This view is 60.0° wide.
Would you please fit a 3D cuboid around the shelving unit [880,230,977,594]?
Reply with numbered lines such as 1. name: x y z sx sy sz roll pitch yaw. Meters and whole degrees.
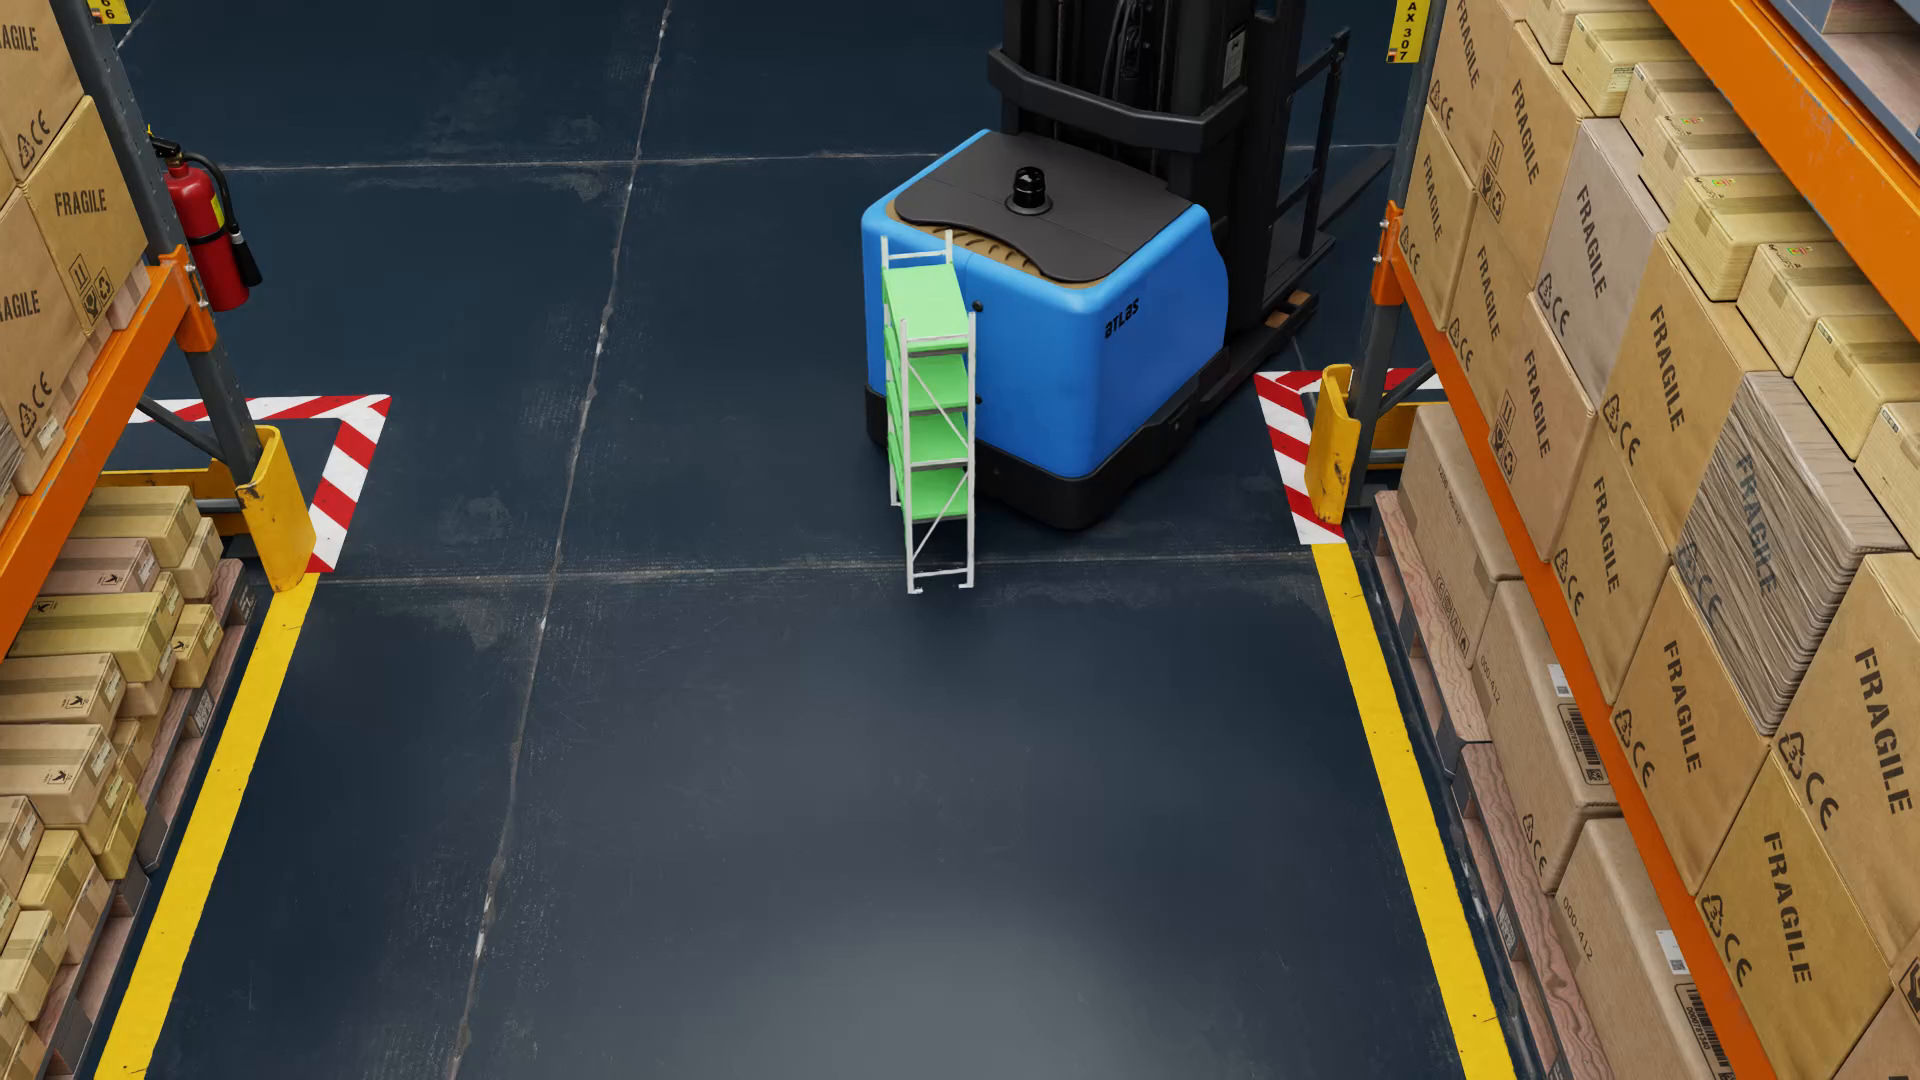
1. shelving unit: -0.108 -0.425 5.826 0.258 1.200 0.503 -6 43 -7

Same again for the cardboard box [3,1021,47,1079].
1. cardboard box: -2.623 1.399 4.303 0.380 0.149 0.250 -3 43 -3

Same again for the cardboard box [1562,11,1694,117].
1. cardboard box: 1.685 -1.145 3.985 0.380 0.149 0.250 -3 43 -3

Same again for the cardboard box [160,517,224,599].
1. cardboard box: -2.695 0.066 5.536 0.380 0.149 0.250 -3 43 -3

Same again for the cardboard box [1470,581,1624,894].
1. cardboard box: 2.114 0.572 4.992 0.875 0.438 0.875 -1 43 -1

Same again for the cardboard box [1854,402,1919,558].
1. cardboard box: 1.798 -0.109 2.855 0.380 0.149 0.250 -2 43 -2

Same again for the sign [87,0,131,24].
1. sign: -2.447 -1.614 4.700 0.100 0.325 0.005 -2 43 -2

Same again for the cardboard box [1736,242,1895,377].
1. cardboard box: 1.761 -0.452 3.229 0.380 0.149 0.250 -2 43 -2

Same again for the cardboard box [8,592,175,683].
1. cardboard box: -2.636 0.301 5.060 0.380 0.149 0.250 -3 43 -3

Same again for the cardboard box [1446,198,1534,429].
1. cardboard box: 1.721 -0.642 4.657 0.500 0.500 0.500 -2 43 -2

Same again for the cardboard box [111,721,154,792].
1. cardboard box: -2.711 0.695 5.071 0.380 0.149 0.250 -1 43 -1

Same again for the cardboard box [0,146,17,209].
1. cardboard box: -2.713 -0.939 4.021 0.500 0.500 0.500 -3 43 -3

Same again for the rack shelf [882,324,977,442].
1. rack shelf: -0.108 -0.555 5.707 0.258 0.148 0.480 -6 43 -7

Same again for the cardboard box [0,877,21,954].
1. cardboard box: -2.681 1.015 4.282 0.380 0.149 0.250 -1 43 -2

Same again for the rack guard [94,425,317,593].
1. rack guard: -3.000 -0.095 5.984 1.175 0.500 0.348 -2 43 -2

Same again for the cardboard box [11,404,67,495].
1. cardboard box: -2.674 -0.254 4.493 0.380 0.149 0.250 -1 43 -1

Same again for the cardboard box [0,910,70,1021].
1. cardboard box: -2.605 1.125 4.381 0.380 0.149 0.250 -1 43 -1

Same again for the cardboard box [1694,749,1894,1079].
1. cardboard box: 1.806 0.732 3.157 0.500 0.500 0.500 -3 43 -3

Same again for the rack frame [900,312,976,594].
1. rack frame: -0.070 -0.262 5.648 0.240 1.200 0.015 -6 43 -7

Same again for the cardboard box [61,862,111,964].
1. cardboard box: -2.646 1.051 4.683 0.380 0.149 0.250 -1 43 -1

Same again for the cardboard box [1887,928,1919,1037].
1. cardboard box: 1.812 0.706 2.446 0.500 0.500 0.500 -2 43 -2

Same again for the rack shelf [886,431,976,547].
1. rack shelf: -0.108 -0.201 6.031 0.258 0.148 0.480 -6 43 -7

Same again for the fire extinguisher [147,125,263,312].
1. fire extinguisher: -2.552 -1.085 5.547 0.296 0.674 0.183 -2 43 -2

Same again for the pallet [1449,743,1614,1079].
1. pallet: 2.099 1.109 4.884 1.003 0.211 1.213 -2 43 -2

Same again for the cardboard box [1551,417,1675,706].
1. cardboard box: 1.763 0.039 3.913 0.500 0.500 0.500 0 43 0

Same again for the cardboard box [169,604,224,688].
1. cardboard box: -2.660 0.348 5.449 0.380 0.149 0.250 0 43 0

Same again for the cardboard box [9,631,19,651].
1. cardboard box: -3.207 0.365 5.431 0.380 0.149 0.250 -2 43 -2

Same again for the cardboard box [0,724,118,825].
1. cardboard box: -2.621 0.658 4.671 0.380 0.149 0.250 0 43 0

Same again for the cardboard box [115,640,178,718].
1. cardboard box: -2.671 0.417 5.154 0.380 0.149 0.250 -3 43 -4

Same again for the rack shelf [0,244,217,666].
1. rack shelf: -2.918 0.547 3.965 1.077 0.370 4.000 -2 43 -2

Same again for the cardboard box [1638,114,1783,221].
1. cardboard box: 1.717 -0.799 3.608 0.380 0.149 0.250 -1 43 -1

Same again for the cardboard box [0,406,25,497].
1. cardboard box: -2.679 -0.229 3.986 0.500 0.500 0.500 -2 43 -2

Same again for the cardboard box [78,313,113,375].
1. cardboard box: -2.734 -0.595 4.865 0.380 0.149 0.250 -2 43 -2

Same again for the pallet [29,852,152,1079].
1. pallet: -2.952 1.382 4.586 1.003 0.211 1.213 -2 43 -2

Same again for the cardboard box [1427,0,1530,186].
1. cardboard box: 1.674 -1.352 4.691 0.500 0.500 0.500 -3 43 -3

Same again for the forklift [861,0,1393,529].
1. forklift: 0.904 -2.072 6.341 1.130 2.935 3.031 26 49 26

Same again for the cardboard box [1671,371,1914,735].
1. cardboard box: 1.768 0.020 3.195 0.500 0.500 0.500 -1 43 -1

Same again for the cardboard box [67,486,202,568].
1. cardboard box: -2.727 -0.041 5.434 0.380 0.149 0.250 -1 43 -1

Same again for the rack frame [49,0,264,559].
1. rack frame: -3.003 -1.068 5.195 1.000 3.000 0.127 -2 43 -2

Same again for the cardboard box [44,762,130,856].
1. cardboard box: -2.637 0.766 4.773 0.380 0.149 0.250 -1 43 -1

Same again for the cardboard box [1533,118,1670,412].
1. cardboard box: 1.733 -0.656 3.931 0.500 0.500 0.500 -2 43 -2

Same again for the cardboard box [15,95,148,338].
1. cardboard box: -2.727 -0.919 4.738 0.500 0.500 0.500 -1 43 -1
